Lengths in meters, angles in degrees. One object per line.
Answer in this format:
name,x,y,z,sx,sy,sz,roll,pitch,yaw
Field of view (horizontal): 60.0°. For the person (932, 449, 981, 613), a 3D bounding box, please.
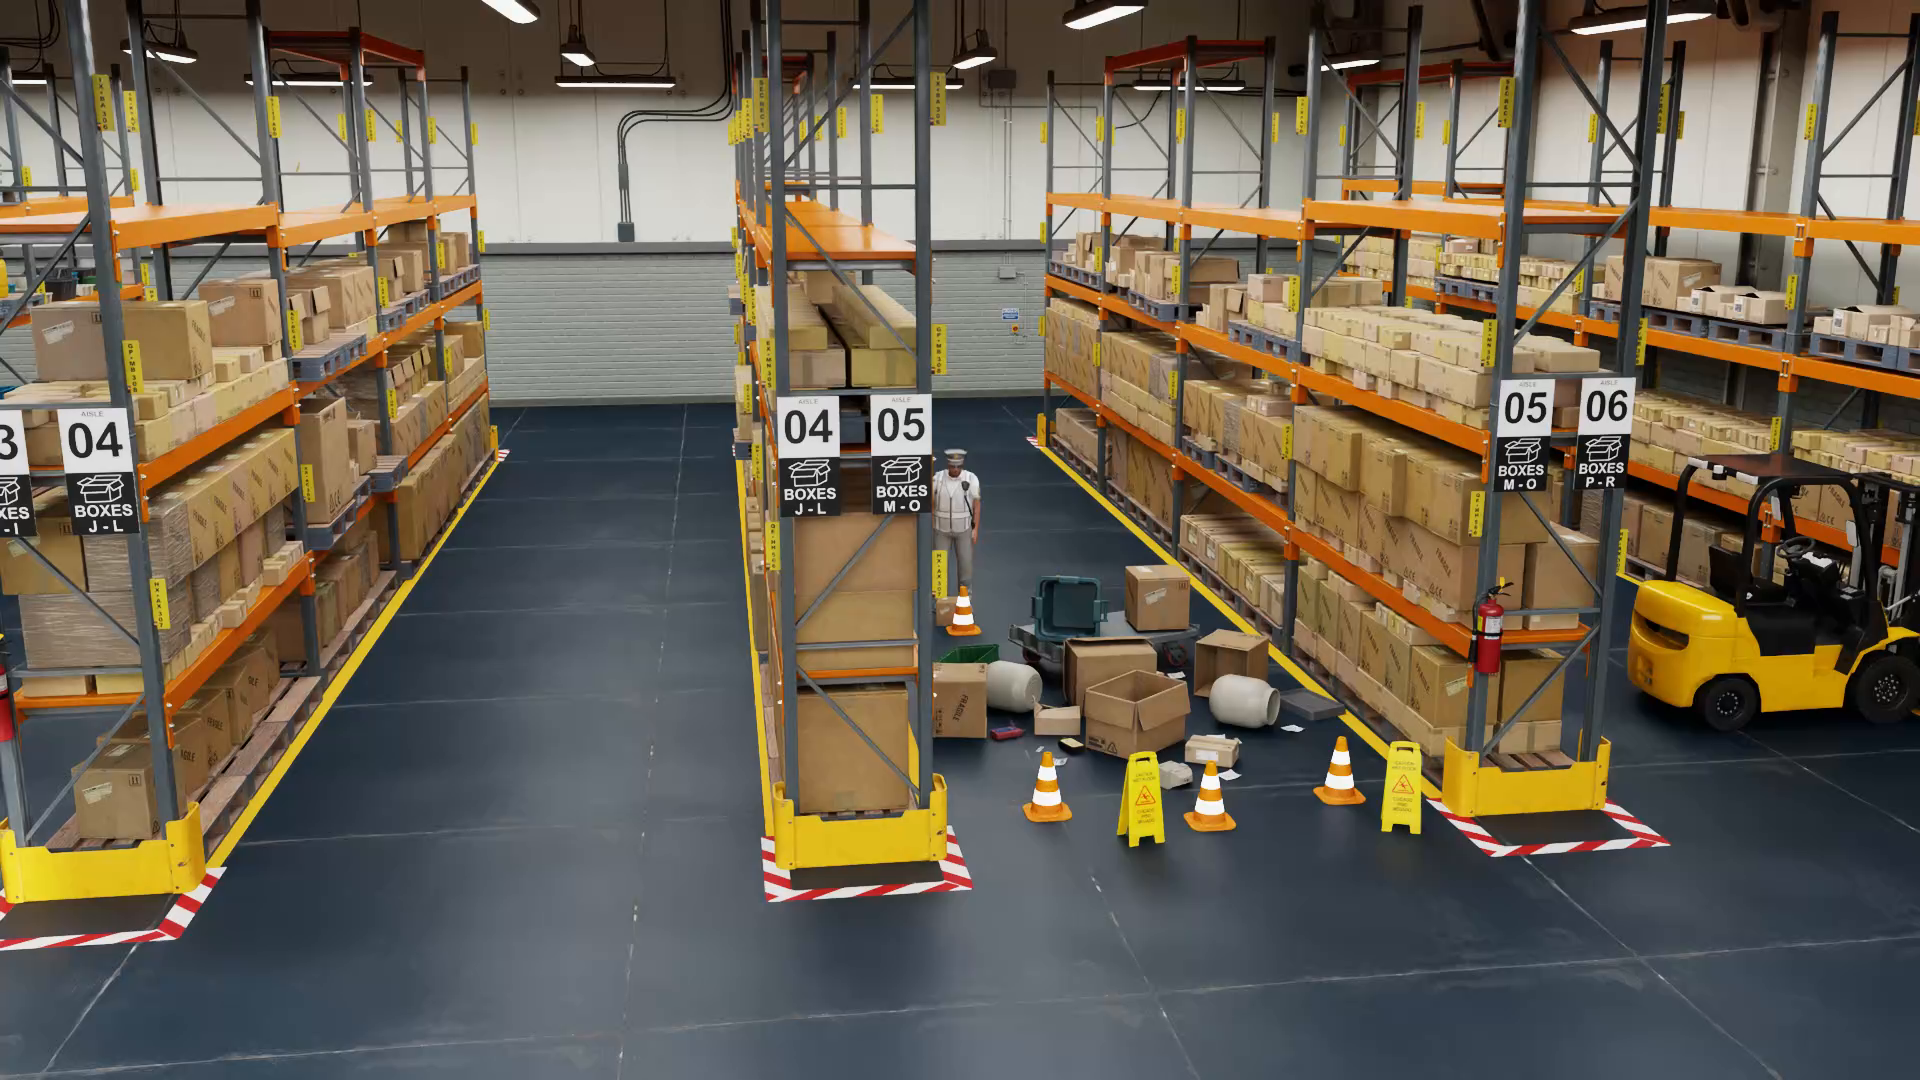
person,-0.050,-0.102,17.451,0.531,1.738,0.391,1,13,5
